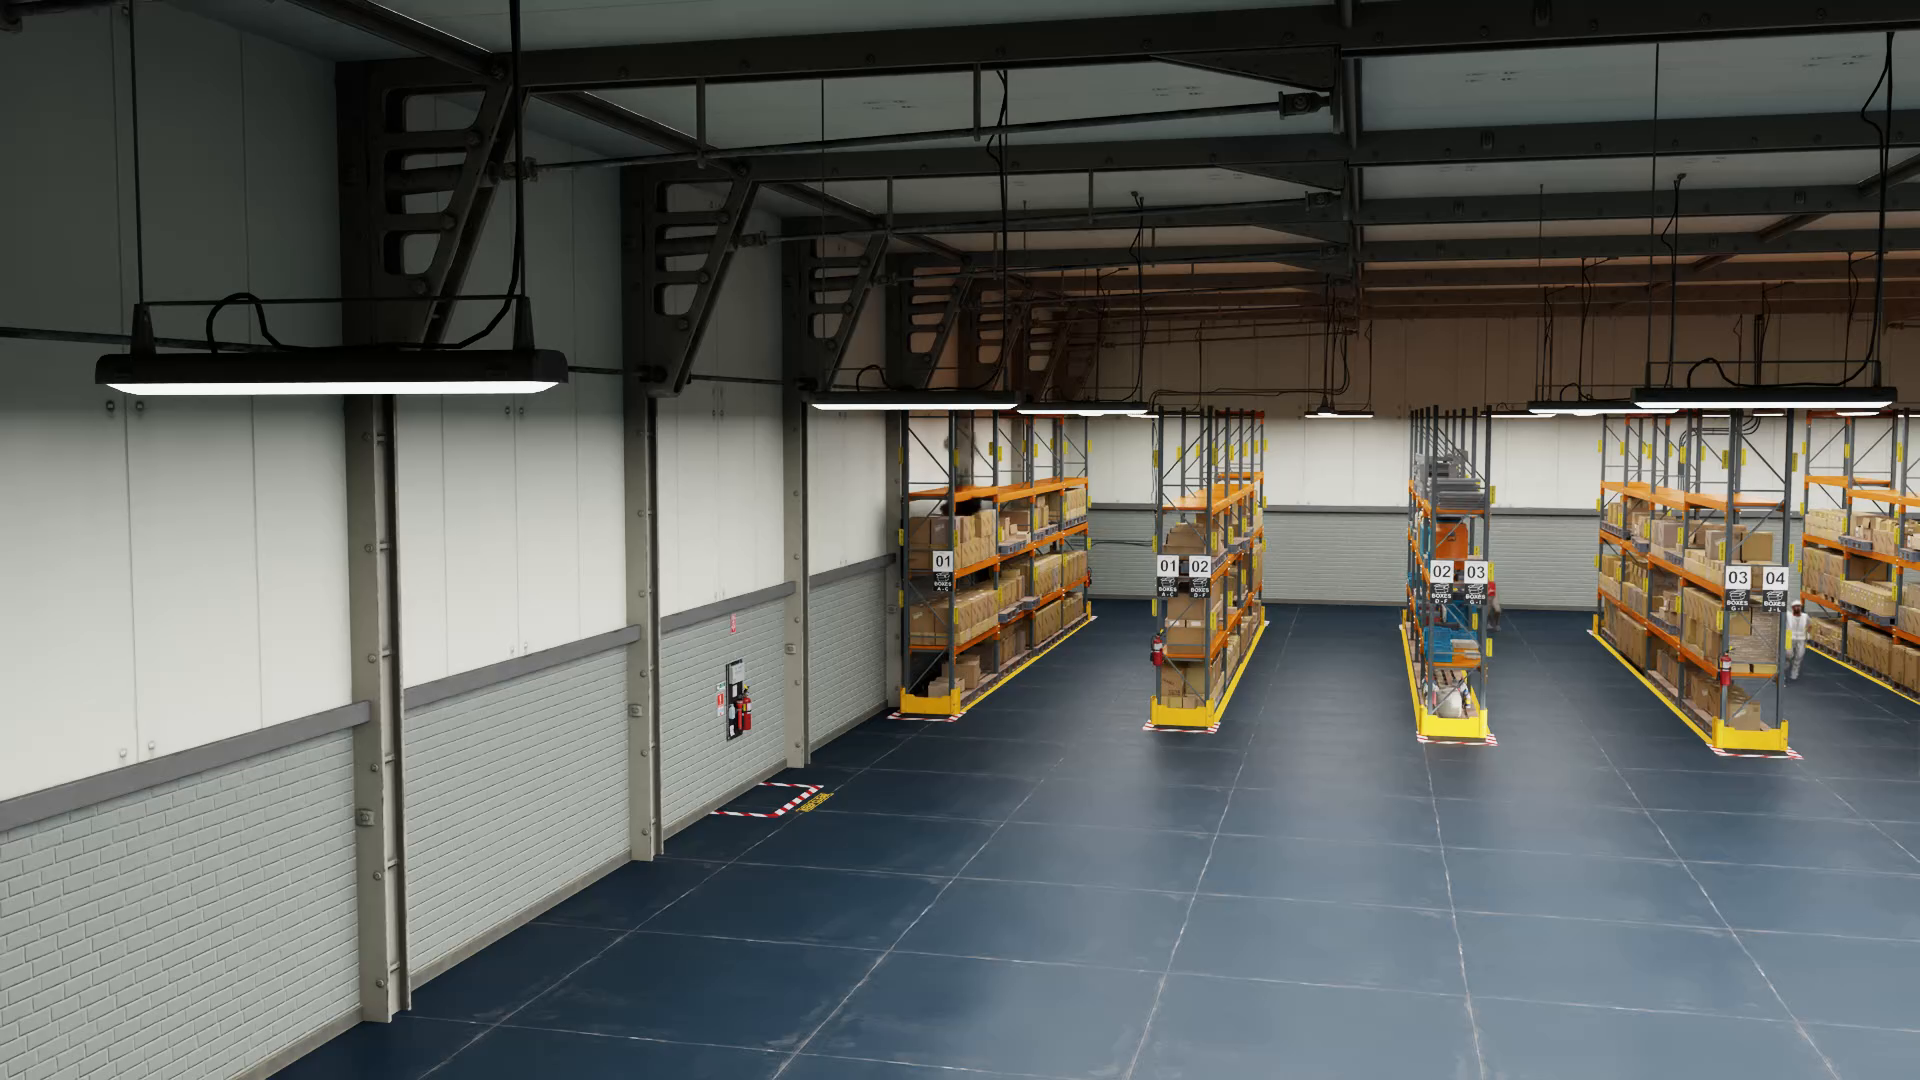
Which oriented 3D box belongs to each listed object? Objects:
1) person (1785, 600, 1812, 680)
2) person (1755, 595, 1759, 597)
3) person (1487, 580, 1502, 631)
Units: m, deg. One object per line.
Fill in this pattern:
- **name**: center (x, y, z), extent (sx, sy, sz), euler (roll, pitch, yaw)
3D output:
- **person**: center (18.590, 2.210, 37.003), extent (0.696, 1.743, 0.703), euler (1, 4, 16)
- **person**: center (19.658, 1.873, 41.864), extent (0.915, 1.762, 0.743), euler (2, 5, 25)
- **person**: center (14.400, 1.646, 45.370), extent (0.721, 1.723, 0.709), euler (-1, 4, -13)
